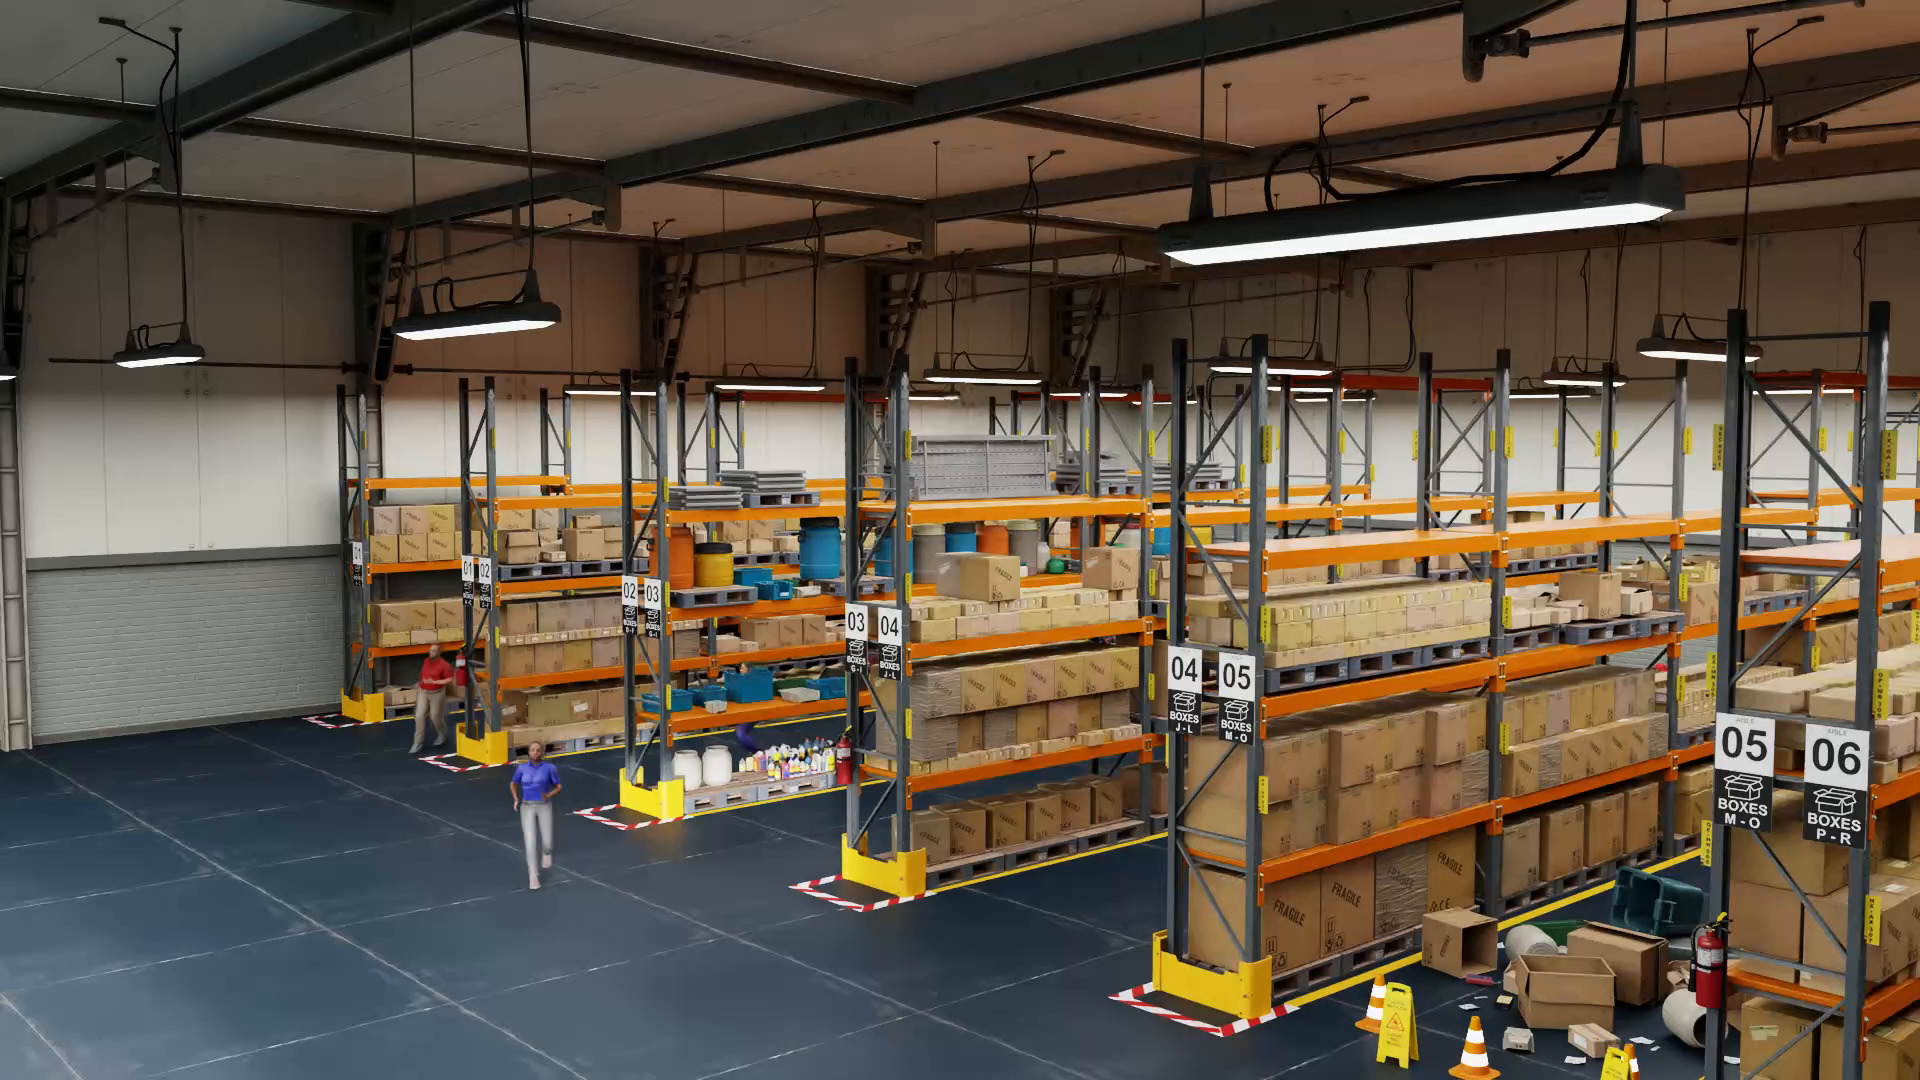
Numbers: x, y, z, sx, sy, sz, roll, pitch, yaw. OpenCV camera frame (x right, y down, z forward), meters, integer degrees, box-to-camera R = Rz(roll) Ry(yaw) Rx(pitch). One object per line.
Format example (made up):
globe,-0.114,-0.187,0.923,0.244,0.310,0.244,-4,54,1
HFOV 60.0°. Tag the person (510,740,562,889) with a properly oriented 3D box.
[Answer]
person,-4.849,3.099,19.027,0.588,1.623,0.834,-1,4,-13

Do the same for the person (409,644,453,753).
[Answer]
person,-8.497,2.559,26.972,0.670,1.756,0.866,1,4,16

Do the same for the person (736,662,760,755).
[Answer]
person,-3.278,2.686,25.524,0.624,1.616,0.600,-3,5,-39

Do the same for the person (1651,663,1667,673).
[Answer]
person,10.219,2.679,24.356,0.659,1.762,0.625,-3,5,-42
